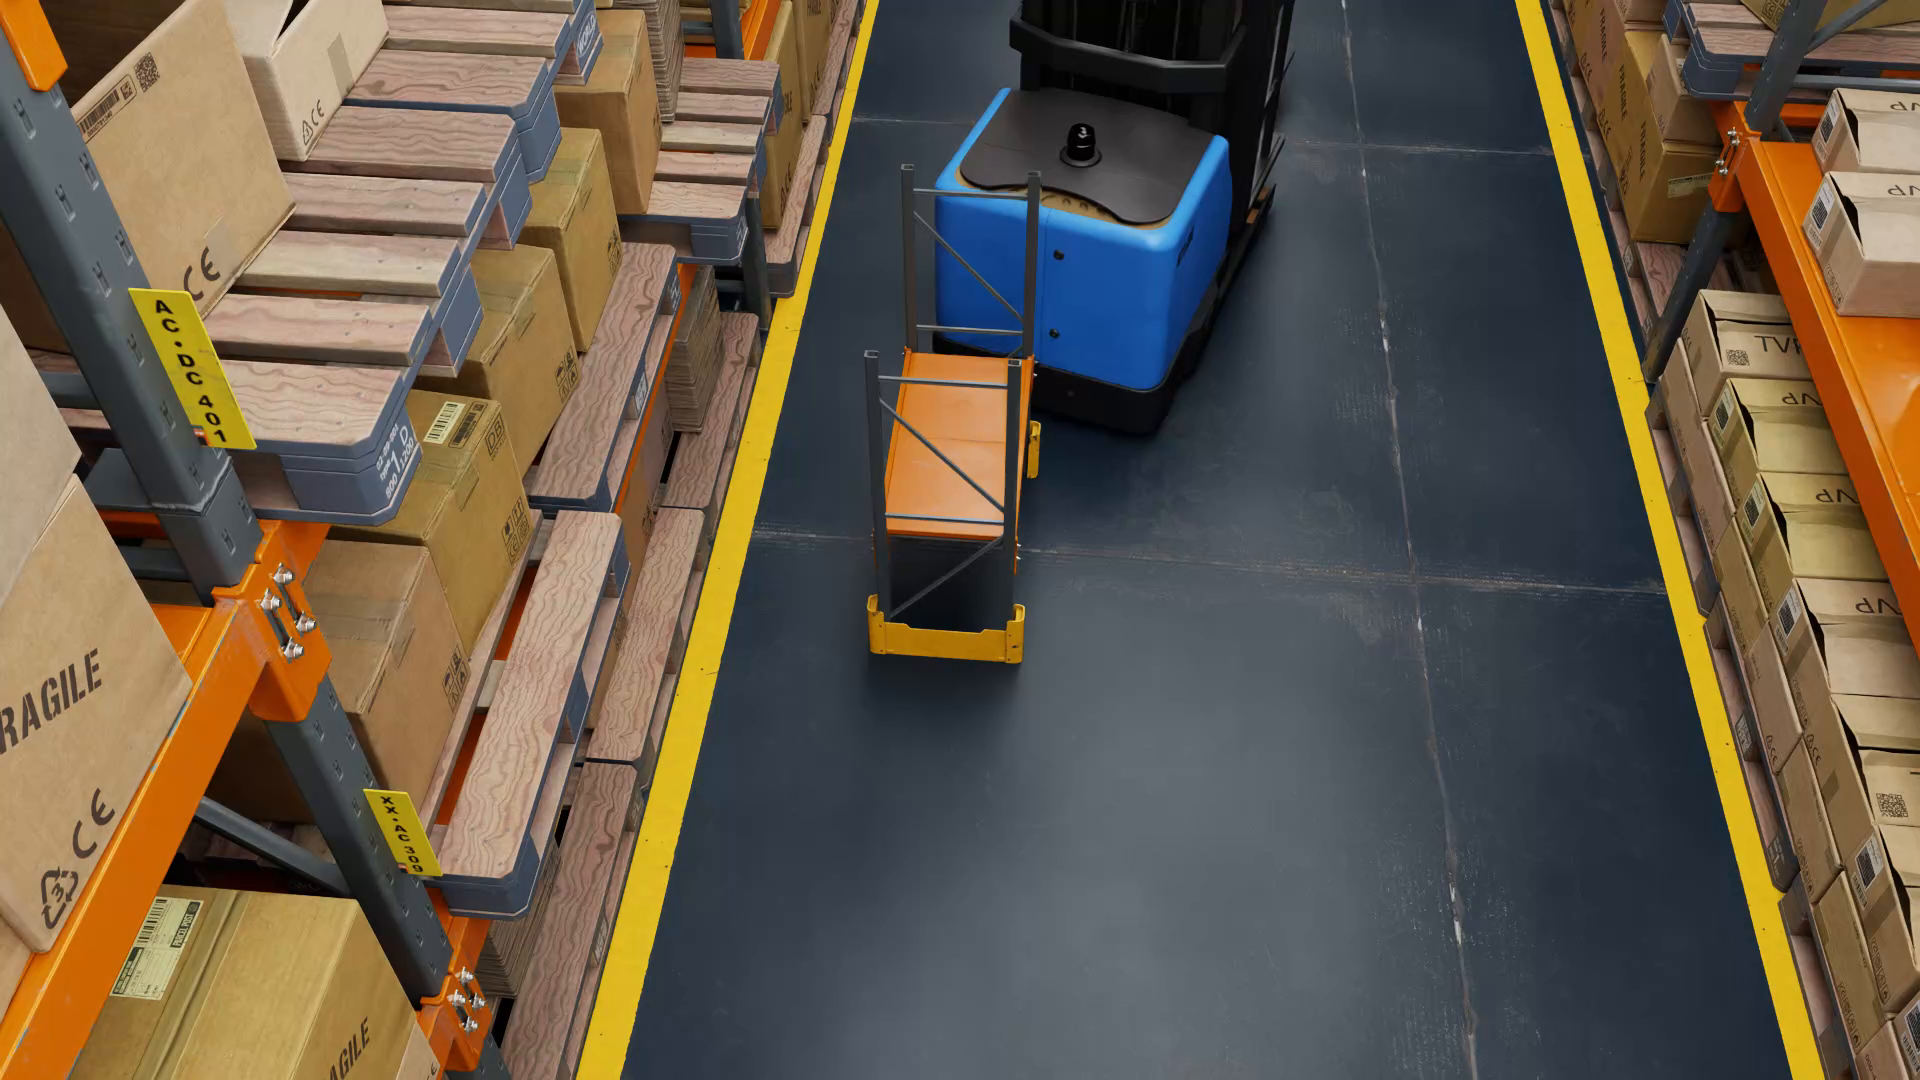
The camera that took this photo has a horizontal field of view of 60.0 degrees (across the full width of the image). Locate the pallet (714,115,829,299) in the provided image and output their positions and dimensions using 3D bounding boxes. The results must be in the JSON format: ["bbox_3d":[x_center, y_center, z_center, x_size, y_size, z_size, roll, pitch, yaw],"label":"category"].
[{"bbox_3d":[-1.228,-1.679,8.168,1.003,0.211,1.213,4,48,4],"label":"pallet"}]

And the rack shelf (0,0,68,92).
[{"bbox_3d":[-1.557,-2.223,3.469,1.077,0.370,4.000,4,48,4],"label":"rack shelf"}]

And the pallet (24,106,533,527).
[{"bbox_3d":[-1.577,-0.502,3.296,1.213,0.211,1.003,4,48,4],"label":"pallet"}]

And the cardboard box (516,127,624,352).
[{"bbox_3d":[-1.499,-0.965,5.260,0.700,0.500,0.500,4,48,4],"label":"cardboard box"}]

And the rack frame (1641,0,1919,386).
[{"bbox_3d":[3.558,-1.715,6.312,1.000,3.000,0.127,4,48,4],"label":"rack frame"}]

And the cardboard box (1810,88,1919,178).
[{"bbox_3d":[3.482,-1.421,6.103,0.500,0.311,0.500,7,48,6],"label":"cardboard box"}]

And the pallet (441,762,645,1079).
[{"bbox_3d":[-1.670,1.263,5.478,1.003,0.211,1.213,4,48,4],"label":"pallet"}]

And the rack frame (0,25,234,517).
[{"bbox_3d":[-1.740,-1.131,1.712,1.000,3.000,0.127,4,48,4],"label":"rack frame"}]

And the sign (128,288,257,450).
[{"bbox_3d":[-1.199,-0.262,2.600,0.100,0.325,0.005,4,48,4],"label":"sign"}]

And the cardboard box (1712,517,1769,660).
[{"bbox_3d":[3.132,0.188,6.150,0.500,0.250,0.500,3,48,2],"label":"cardboard box"}]

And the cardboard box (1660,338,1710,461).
[{"bbox_3d":[3.218,-0.564,6.838,0.500,0.250,0.500,4,48,3],"label":"cardboard box"}]

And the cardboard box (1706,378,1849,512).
[{"bbox_3d":[3.179,-0.366,6.277,0.500,0.311,0.500,3,48,3],"label":"cardboard box"}]

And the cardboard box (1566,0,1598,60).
[{"bbox_3d":[3.545,-2.861,8.756,0.500,0.500,0.500,4,48,4],"label":"cardboard box"}]

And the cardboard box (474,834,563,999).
[{"bbox_3d":[-1.689,1.047,5.181,0.700,0.500,0.500,5,48,5],"label":"cardboard box"}]

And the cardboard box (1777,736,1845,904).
[{"bbox_3d":[3.037,0.939,5.463,0.500,0.250,0.500,5,48,4],"label":"cardboard box"}]

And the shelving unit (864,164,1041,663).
[{"bbox_3d":[-0.007,-0.450,6.171,0.587,1.500,1.083,4,48,4],"label":"shelving unit"}]

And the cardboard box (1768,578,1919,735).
[{"bbox_3d":[3.084,0.386,5.589,0.500,0.311,0.500,3,48,3],"label":"cardboard box"}]

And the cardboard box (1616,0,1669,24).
[{"bbox_3d":[3.500,-2.770,8.164,0.500,0.250,0.500,3,48,3],"label":"cardboard box"}]

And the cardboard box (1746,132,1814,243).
[{"bbox_3d":[3.926,-1.720,7.712,0.500,0.500,0.500,2,48,2],"label":"cardboard box"}]

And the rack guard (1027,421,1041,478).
[{"bbox_3d":[0.038,-0.394,6.967,0.587,0.250,0.087,4,48,4],"label":"rack guard"}]

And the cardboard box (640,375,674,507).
[{"bbox_3d":[-1.552,-0.447,6.548,0.700,0.500,0.500,4,48,3],"label":"cardboard box"}]

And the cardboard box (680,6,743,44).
[{"bbox_3d":[-1.115,-2.194,6.906,0.380,0.149,0.250,3,48,3],"label":"cardboard box"}]

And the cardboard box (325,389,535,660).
[{"bbox_3d":[-1.601,-0.070,4.442,0.700,0.500,0.500,8,48,8],"label":"cardboard box"}]

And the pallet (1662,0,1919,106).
[{"bbox_3d":[3.550,-2.153,6.843,1.213,0.211,1.003,4,48,4],"label":"pallet"}]

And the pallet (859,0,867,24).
[{"bbox_3d":[-1.006,-3.472,9.808,1.003,0.211,1.213,4,48,4],"label":"pallet"}]

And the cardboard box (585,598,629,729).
[{"bbox_3d":[-1.605,0.292,5.872,0.700,0.500,0.500,4,48,4],"label":"cardboard box"}]

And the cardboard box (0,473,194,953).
[{"bbox_3d":[-1.540,0.230,2.418,0.500,0.500,0.500,5,48,5],"label":"cardboard box"}]

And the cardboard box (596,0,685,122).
[{"bbox_3d":[-1.408,-1.882,6.098,0.700,0.500,0.500,-1,48,-1],"label":"cardboard box"}]

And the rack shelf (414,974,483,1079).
[{"bbox_3d":[-1.922,2.606,2.847,1.077,0.370,4.000,4,48,4],"label":"rack shelf"}]

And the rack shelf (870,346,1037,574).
[{"bbox_3d":[-0.008,-0.322,6.298,0.538,0.185,1.000,4,48,4],"label":"rack shelf"}]

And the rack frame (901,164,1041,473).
[{"bbox_3d":[0.039,-0.817,6.507,0.500,1.500,0.032,4,48,4],"label":"rack frame"}]

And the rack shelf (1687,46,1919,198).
[{"bbox_3d":[3.740,-2.942,7.922,1.077,0.370,4.000,4,48,4],"label":"rack shelf"}]

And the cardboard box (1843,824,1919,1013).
[{"bbox_3d":[2.986,1.122,4.916,0.500,0.311,0.500,5,48,5],"label":"cardboard box"}]

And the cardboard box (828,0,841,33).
[{"bbox_3d":[-1.018,-3.261,8.898,0.750,0.750,0.750,5,48,5],"label":"cardboard box"}]

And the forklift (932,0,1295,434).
[{"bbox_3d":[0.906,-2.551,7.122,1.130,2.935,3.031,17,50,15],"label":"forklift"}]

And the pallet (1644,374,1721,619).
[{"bbox_3d":[3.444,-0.172,6.790,1.003,0.211,1.213,4,48,4],"label":"pallet"}]

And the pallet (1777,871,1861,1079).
[{"bbox_3d":[3.222,1.621,5.150,1.003,0.211,1.213,4,48,4],"label":"pallet"}]

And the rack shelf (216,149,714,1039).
[{"bbox_3d":[-1.557,-0.333,5.535,1.077,0.370,4.000,4,48,4],"label":"rack shelf"}]

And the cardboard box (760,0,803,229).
[{"bbox_3d":[-1.178,-1.993,7.739,0.750,0.750,0.750,3,48,3],"label":"cardboard box"}]

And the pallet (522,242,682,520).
[{"bbox_3d":[-1.515,-0.523,5.352,1.003,0.211,1.213,4,48,4],"label":"pallet"}]

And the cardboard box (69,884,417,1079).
[{"bbox_3d":[-1.475,1.053,3.360,0.500,0.500,0.500,4,48,3],"label":"cardboard box"}]

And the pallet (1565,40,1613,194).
[{"bbox_3d":[3.778,-2.214,8.658,1.003,0.211,1.213,4,48,4],"label":"pallet"}]

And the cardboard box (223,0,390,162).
[{"bbox_3d":[-1.554,-1.079,3.473,0.500,0.311,0.500,5,48,5],"label":"cardboard box"}]

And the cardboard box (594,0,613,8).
[{"bbox_3d":[-1.391,-1.954,5.725,0.380,0.149,0.250,-3,48,-3],"label":"cardboard box"}]

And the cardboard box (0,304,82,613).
[{"bbox_3d":[-1.515,-0.110,2.052,0.500,0.500,0.500,0,48,0],"label":"cardboard box"}]

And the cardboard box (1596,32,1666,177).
[{"bbox_3d":[3.457,-2.103,8.063,0.500,0.500,0.500,2,48,2],"label":"cardboard box"}]

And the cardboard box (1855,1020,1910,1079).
[{"bbox_3d":[2.943,1.686,4.780,0.500,0.250,0.500,3,48,3],"label":"cardboard box"}]
